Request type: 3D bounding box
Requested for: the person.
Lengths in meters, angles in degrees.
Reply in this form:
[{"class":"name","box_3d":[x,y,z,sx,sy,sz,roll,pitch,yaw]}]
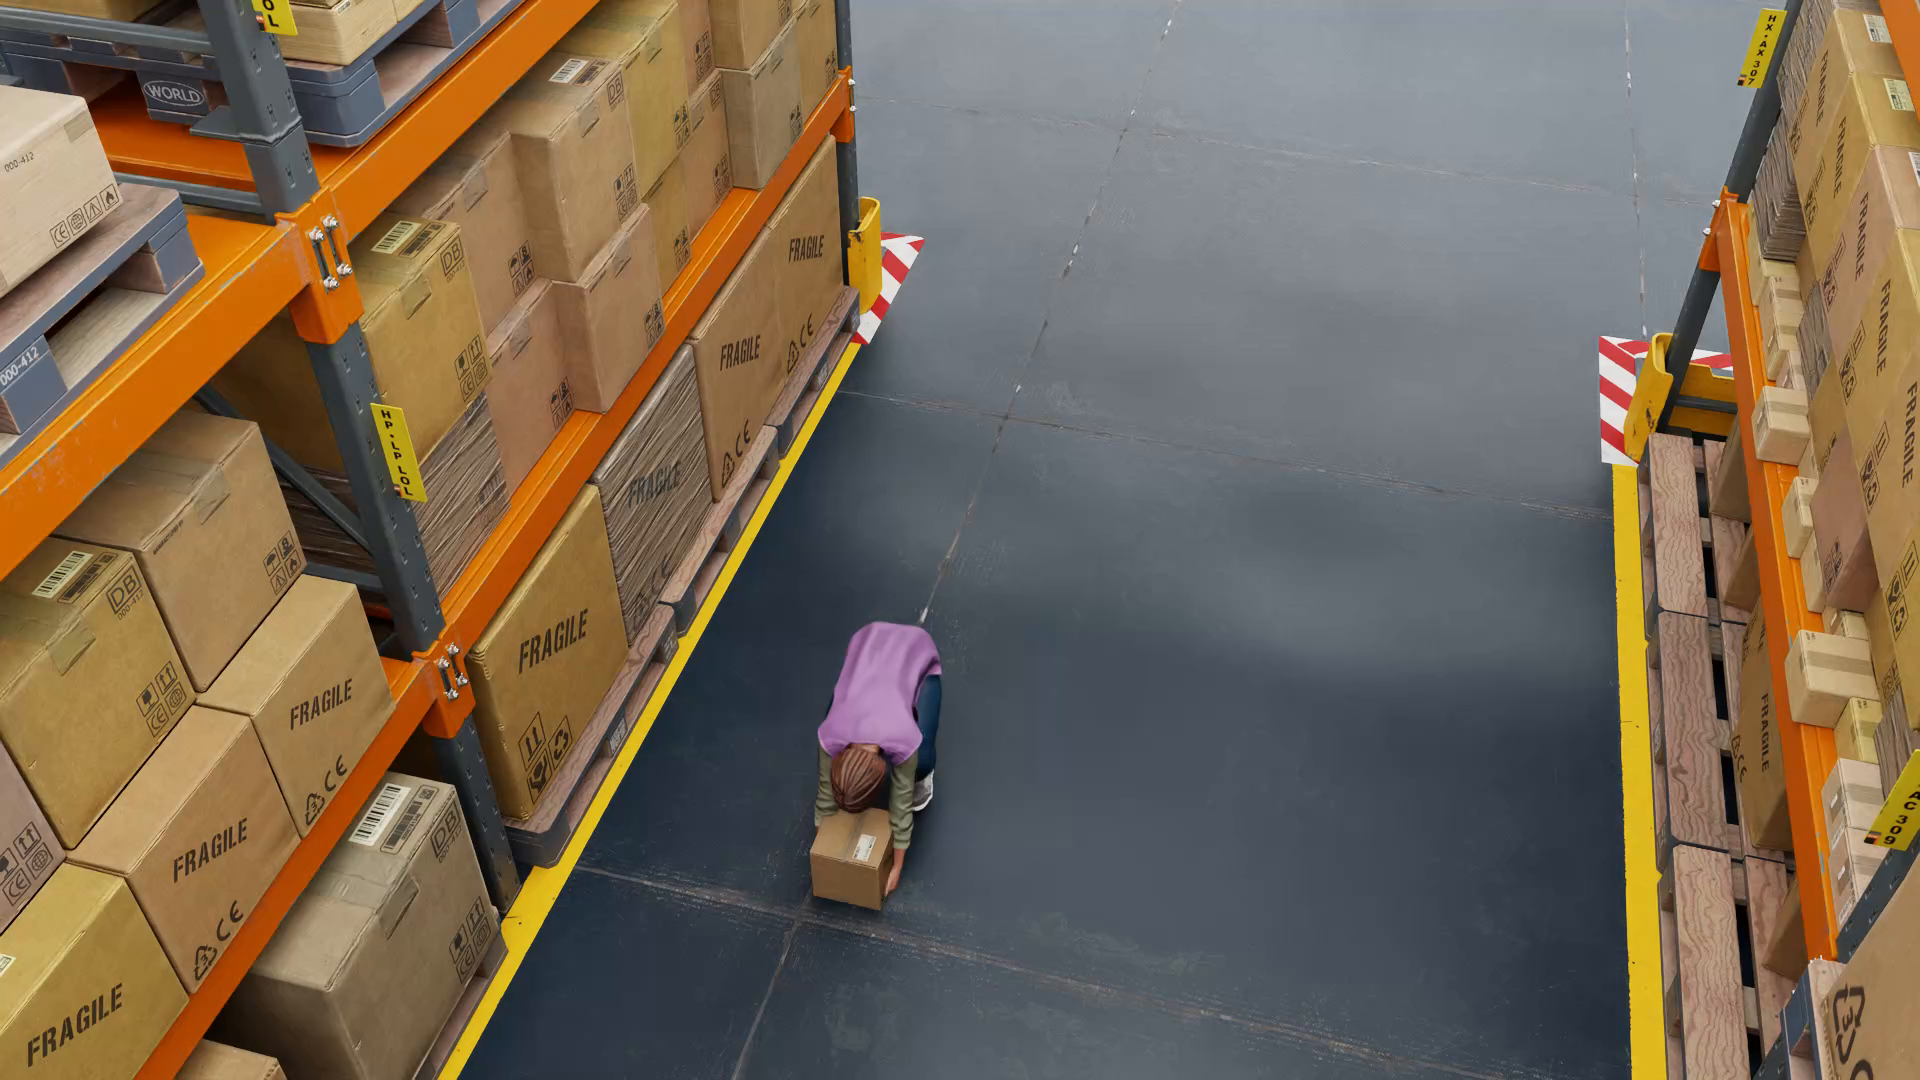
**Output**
[{"class":"person","box_3d":[-0.295,0.761,5.999,0.421,0.731,0.872,9,42,10]}]
